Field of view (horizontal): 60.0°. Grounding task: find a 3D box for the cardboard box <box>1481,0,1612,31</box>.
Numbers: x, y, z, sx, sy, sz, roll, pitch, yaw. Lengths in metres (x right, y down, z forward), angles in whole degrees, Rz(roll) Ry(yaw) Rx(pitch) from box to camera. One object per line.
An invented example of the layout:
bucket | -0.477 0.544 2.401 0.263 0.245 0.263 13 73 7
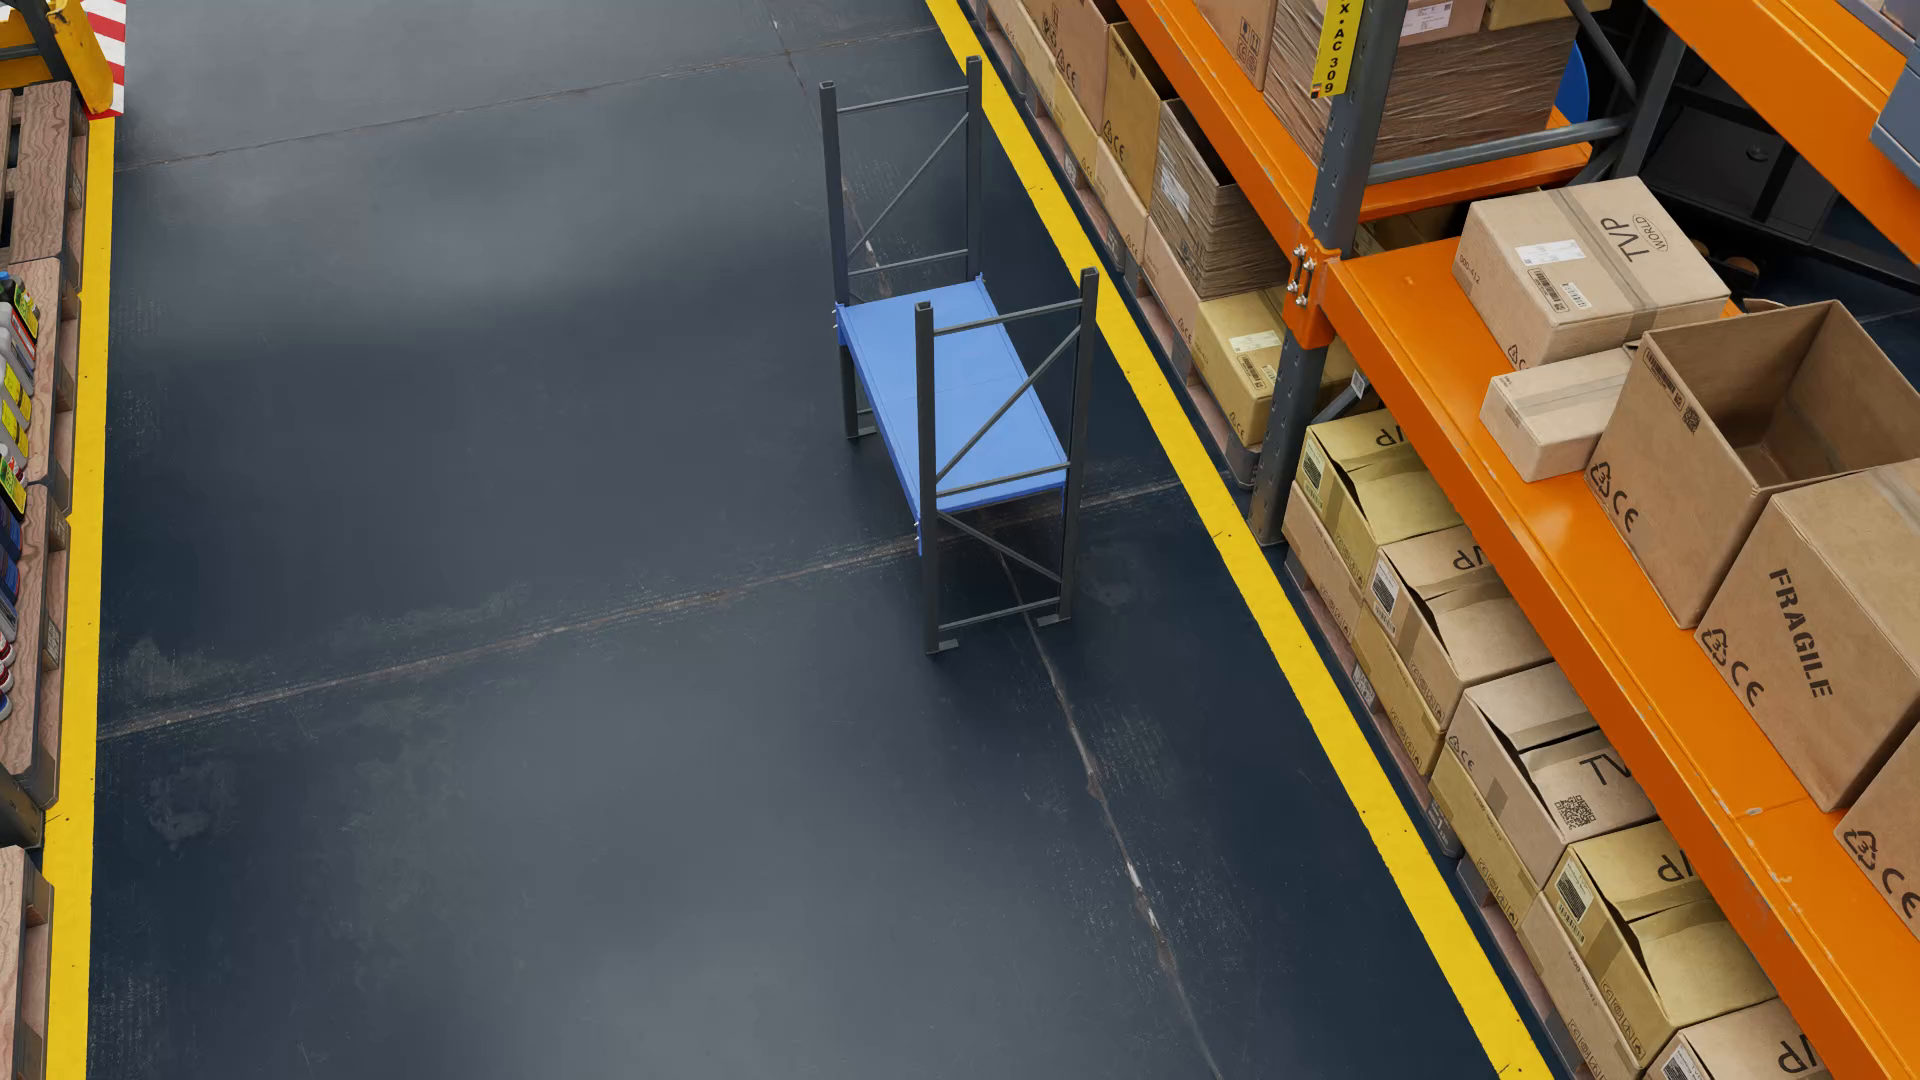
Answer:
cardboard box | 1.599 -1.575 4.626 0.380 0.149 0.250 -13 51 -11

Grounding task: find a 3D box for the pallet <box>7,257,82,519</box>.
pallet | -3.763 -0.470 6.008 1.003 0.211 1.213 -13 51 -11

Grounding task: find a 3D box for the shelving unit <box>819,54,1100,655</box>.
shelving unit | -0.025 -0.546 5.229 0.538 1.500 1.048 -13 51 -11

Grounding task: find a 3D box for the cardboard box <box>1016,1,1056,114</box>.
cardboard box | 0.555 -2.093 7.076 0.500 0.250 0.500 -13 51 -11

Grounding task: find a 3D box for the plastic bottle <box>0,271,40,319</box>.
plastic bottle | -3.461 -0.896 6.086 0.097 0.201 0.097 0 50 0

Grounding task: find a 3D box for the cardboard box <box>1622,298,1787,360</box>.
cardboard box | 1.929 -0.450 4.255 0.396 0.266 0.258 -14 51 -12

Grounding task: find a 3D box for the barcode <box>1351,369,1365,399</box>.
barcode | 1.171 -0.459 4.894 0.001 0.075 0.075 -13 51 -11

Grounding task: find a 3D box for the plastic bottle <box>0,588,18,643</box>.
plastic bottle | -3.037 0.198 5.115 0.152 0.276 0.135 -12 51 -10

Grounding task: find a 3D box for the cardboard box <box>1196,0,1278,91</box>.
cardboard box | 1.194 -1.832 5.268 0.700 0.500 0.500 -14 51 -11

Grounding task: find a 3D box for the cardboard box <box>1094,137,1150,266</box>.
cardboard box | 0.847 -1.361 6.460 0.500 0.250 0.500 -13 51 -11

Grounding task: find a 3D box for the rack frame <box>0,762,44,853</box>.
rack frame | -3.240 0.023 3.768 1.000 3.000 0.127 -13 51 -11

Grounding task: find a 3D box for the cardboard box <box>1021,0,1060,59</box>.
cardboard box | 0.566 -2.337 6.792 0.500 0.500 0.500 -13 51 -11

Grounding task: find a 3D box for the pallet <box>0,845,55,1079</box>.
pallet | -2.970 1.487 4.358 1.003 0.211 1.213 -13 51 -11

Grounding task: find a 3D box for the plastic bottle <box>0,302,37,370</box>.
plastic bottle | -3.412 -0.729 5.897 0.152 0.276 0.135 -13 51 -11

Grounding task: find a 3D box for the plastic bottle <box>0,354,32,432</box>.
plastic bottle | -3.318 -0.532 5.682 0.144 0.351 0.185 -11 51 -9

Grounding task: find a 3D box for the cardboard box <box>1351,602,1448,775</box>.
cardboard box | 1.526 0.381 4.990 0.500 0.250 0.500 -12 51 -10

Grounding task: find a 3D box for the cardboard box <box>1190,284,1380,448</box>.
cardboard box | 1.147 -0.632 5.845 0.500 0.250 0.500 -13 51 -11

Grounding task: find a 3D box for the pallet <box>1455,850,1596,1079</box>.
pallet | 2.113 1.227 4.578 1.003 0.211 1.213 -13 51 -11

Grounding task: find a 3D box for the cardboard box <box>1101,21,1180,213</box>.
cardboard box | 0.859 -1.606 6.175 0.500 0.500 0.500 -13 51 -11

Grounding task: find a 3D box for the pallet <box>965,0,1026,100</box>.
pallet | 0.577 -2.567 7.776 1.003 0.211 1.213 -13 51 -11

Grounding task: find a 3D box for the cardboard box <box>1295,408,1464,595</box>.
cardboard box | 1.378 -0.166 5.085 0.500 0.311 0.500 -13 51 -11

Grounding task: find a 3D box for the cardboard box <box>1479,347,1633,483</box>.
cardboard box | 1.560 -0.319 4.222 0.380 0.149 0.250 -13 51 -11

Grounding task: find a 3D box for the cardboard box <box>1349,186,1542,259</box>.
cardboard box | 1.655 -0.994 5.659 0.500 0.500 0.500 -13 51 -11

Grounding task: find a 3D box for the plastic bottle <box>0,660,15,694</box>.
plastic bottle | -2.945 0.378 5.012 0.097 0.201 0.097 0 50 0

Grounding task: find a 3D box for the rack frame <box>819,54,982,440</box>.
rack frame | -0.176 -0.917 5.542 0.500 1.500 0.032 -13 51 -11

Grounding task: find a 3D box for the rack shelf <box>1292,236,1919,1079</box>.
rack shelf | 2.085 0.599 3.754 1.077 0.370 4.000 -13 51 -11

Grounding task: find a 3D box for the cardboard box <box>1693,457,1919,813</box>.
cardboard box | 2.009 0.189 3.563 0.500 0.500 0.500 -13 51 -11

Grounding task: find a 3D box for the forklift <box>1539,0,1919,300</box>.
forklift | 3.084 -2.356 5.819 3.031 2.935 1.130 27 55 21

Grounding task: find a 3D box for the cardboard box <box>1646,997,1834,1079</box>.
cardboard box | 1.980 1.324 3.829 0.500 0.311 0.500 -14 51 -11

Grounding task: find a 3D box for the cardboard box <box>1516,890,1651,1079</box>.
cardboard box | 1.831 1.131 4.359 0.500 0.250 0.500 -12 51 -10

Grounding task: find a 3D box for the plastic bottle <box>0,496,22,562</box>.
plastic bottle | -3.138 -0.086 5.305 0.144 0.351 0.185 -15 52 -13

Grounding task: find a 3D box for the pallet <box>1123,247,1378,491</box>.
pallet | 1.298 -0.785 6.274 1.003 0.211 1.213 -13 51 -11

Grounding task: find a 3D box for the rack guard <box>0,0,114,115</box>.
rack guard | -4.355 -2.047 7.149 1.175 0.500 0.348 -13 51 -11

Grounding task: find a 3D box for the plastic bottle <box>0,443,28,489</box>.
plastic bottle | -3.199 -0.250 5.541 0.097 0.201 0.097 0 50 0

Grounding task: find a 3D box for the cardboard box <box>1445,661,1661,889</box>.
cardboard box | 1.675 0.579 4.457 0.500 0.311 0.500 -15 51 -12

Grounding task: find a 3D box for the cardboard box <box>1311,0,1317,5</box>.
cardboard box | 1.137 -1.666 4.703 0.380 0.149 0.250 -14 51 -12
